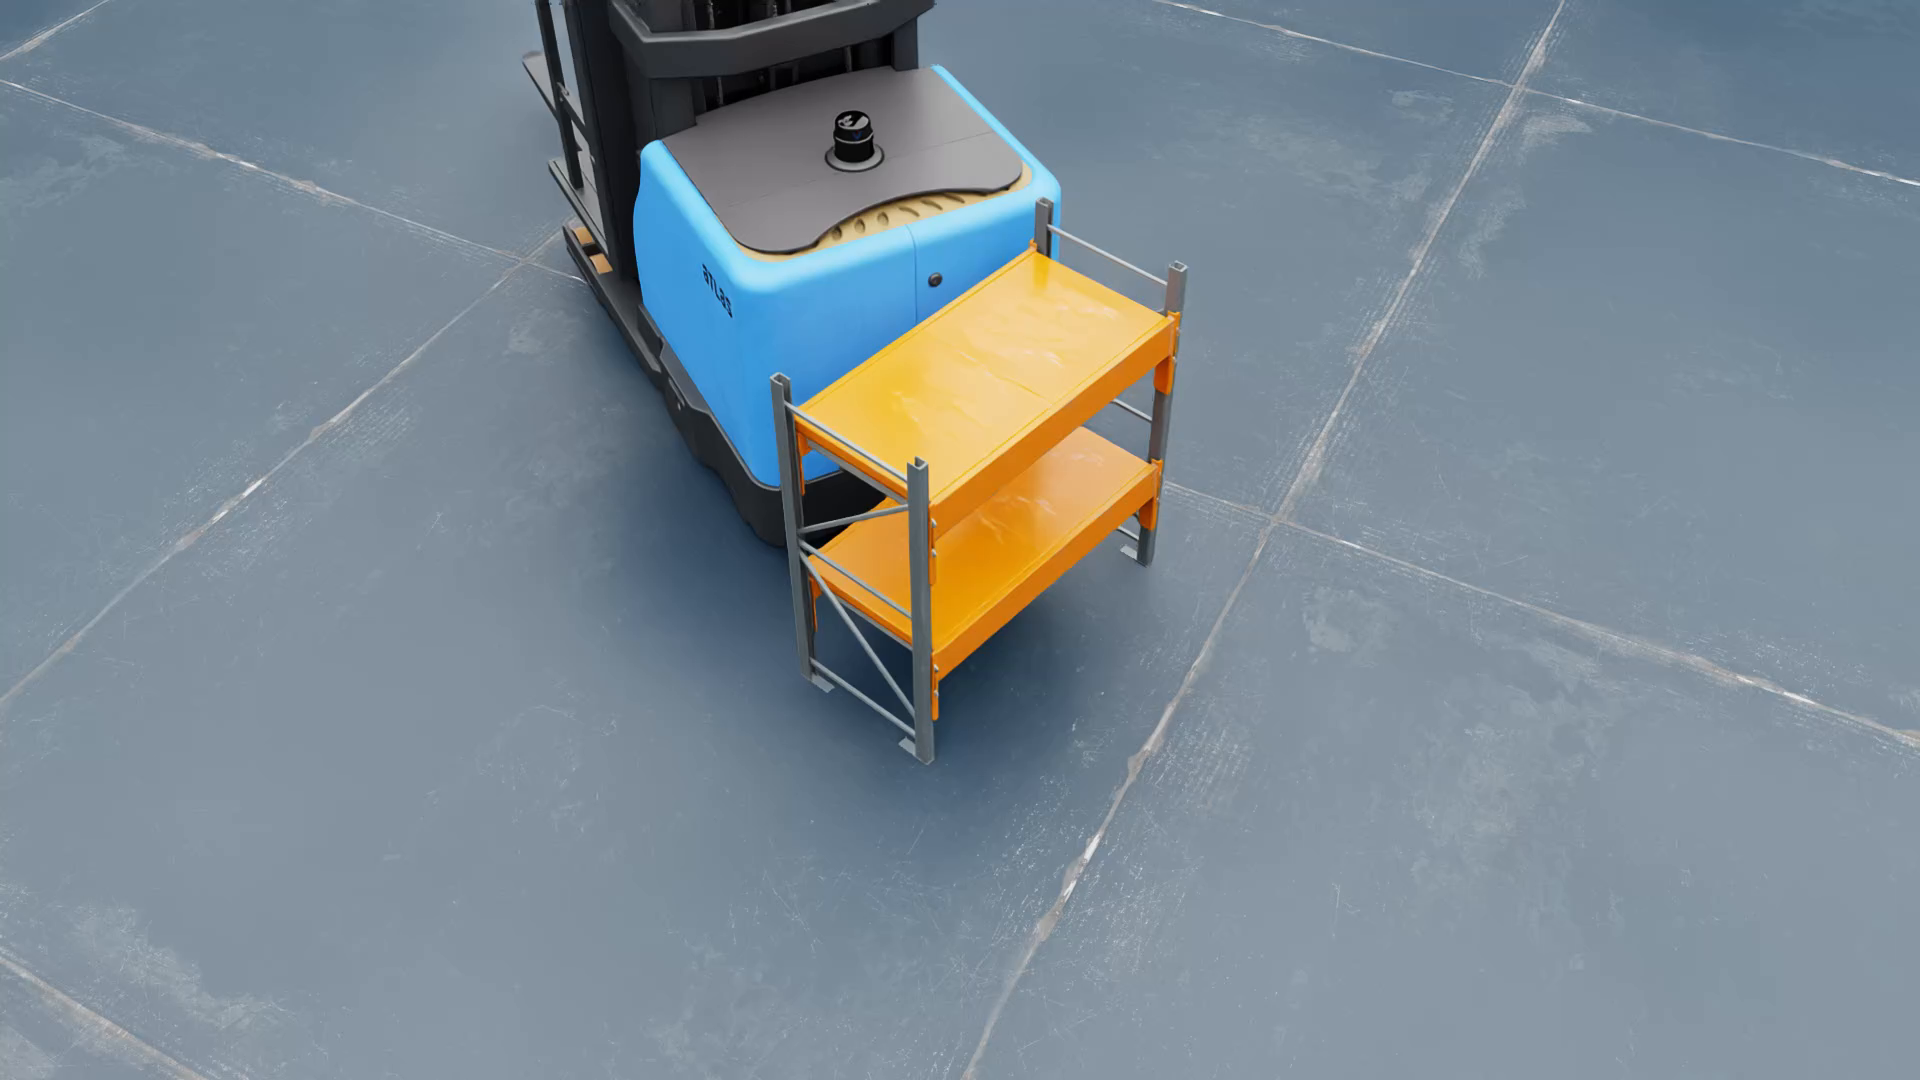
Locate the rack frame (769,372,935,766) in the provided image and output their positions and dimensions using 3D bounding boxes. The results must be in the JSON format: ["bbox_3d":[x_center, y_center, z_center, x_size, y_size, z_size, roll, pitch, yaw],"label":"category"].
[{"bbox_3d":[-0.269,0.108,4.352,0.500,1.125,0.032,32,53,28],"label":"rack frame"}]

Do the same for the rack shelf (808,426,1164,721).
[{"bbox_3d":[0.068,0.009,4.794,0.538,0.278,1.000,32,53,28],"label":"rack shelf"}]

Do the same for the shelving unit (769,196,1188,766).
[{"bbox_3d":[0.068,-0.163,4.620,0.538,1.125,1.048,32,53,28],"label":"shelving unit"}]

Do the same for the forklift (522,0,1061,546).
[{"bbox_3d":[-0.824,-2.059,5.224,1.130,2.935,3.031,-21,49,-19],"label":"forklift"}]

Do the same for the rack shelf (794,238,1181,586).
[{"bbox_3d":[0.068,-0.368,4.412,0.538,0.278,1.000,32,53,28],"label":"rack shelf"}]

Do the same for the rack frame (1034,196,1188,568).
[{"bbox_3d":[0.405,-0.433,4.888,0.500,1.125,0.032,32,53,28],"label":"rack frame"}]
